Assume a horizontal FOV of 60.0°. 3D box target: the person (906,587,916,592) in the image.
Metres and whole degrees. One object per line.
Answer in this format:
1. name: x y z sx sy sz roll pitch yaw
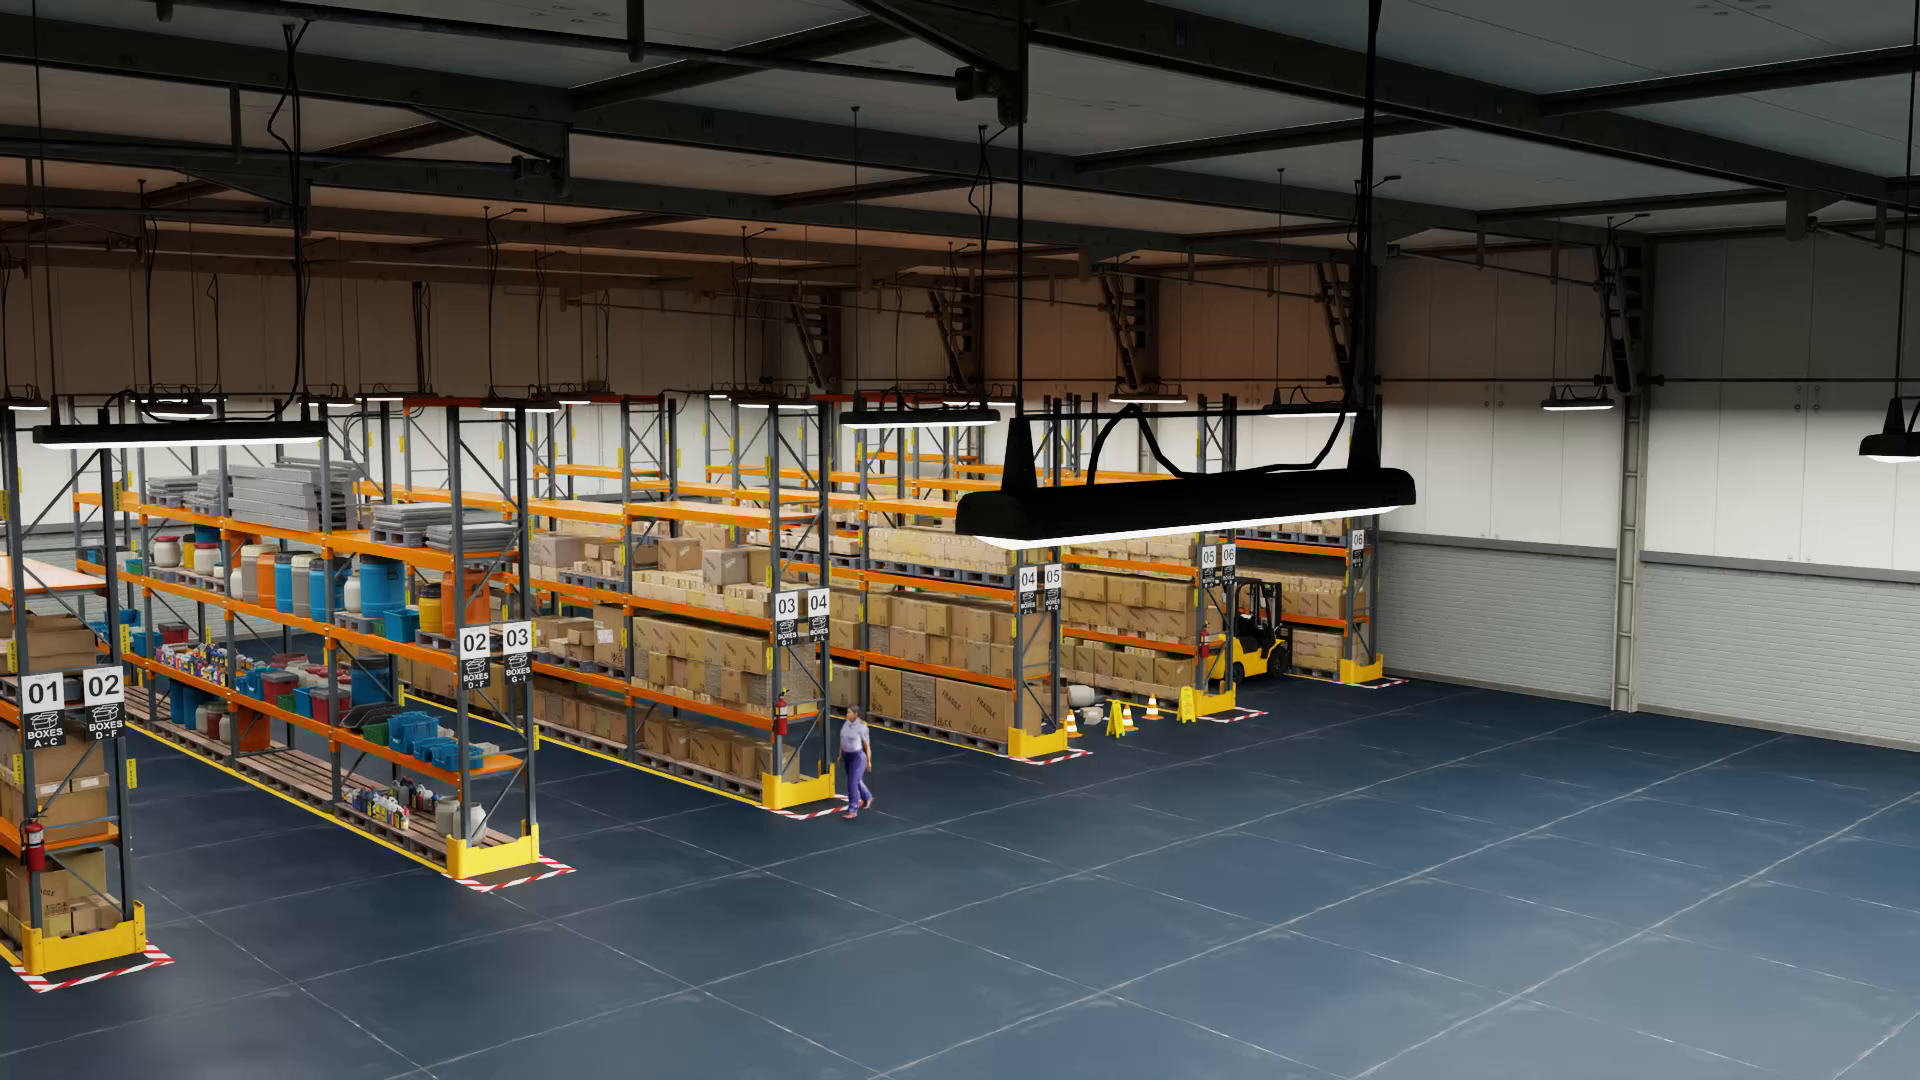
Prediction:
1. person: -1.037 1.873 35.203 0.509 1.769 0.595 5 7 42

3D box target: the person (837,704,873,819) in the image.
1. person: -1.509 3.179 24.224 0.806 1.613 0.484 -5 7 -40
